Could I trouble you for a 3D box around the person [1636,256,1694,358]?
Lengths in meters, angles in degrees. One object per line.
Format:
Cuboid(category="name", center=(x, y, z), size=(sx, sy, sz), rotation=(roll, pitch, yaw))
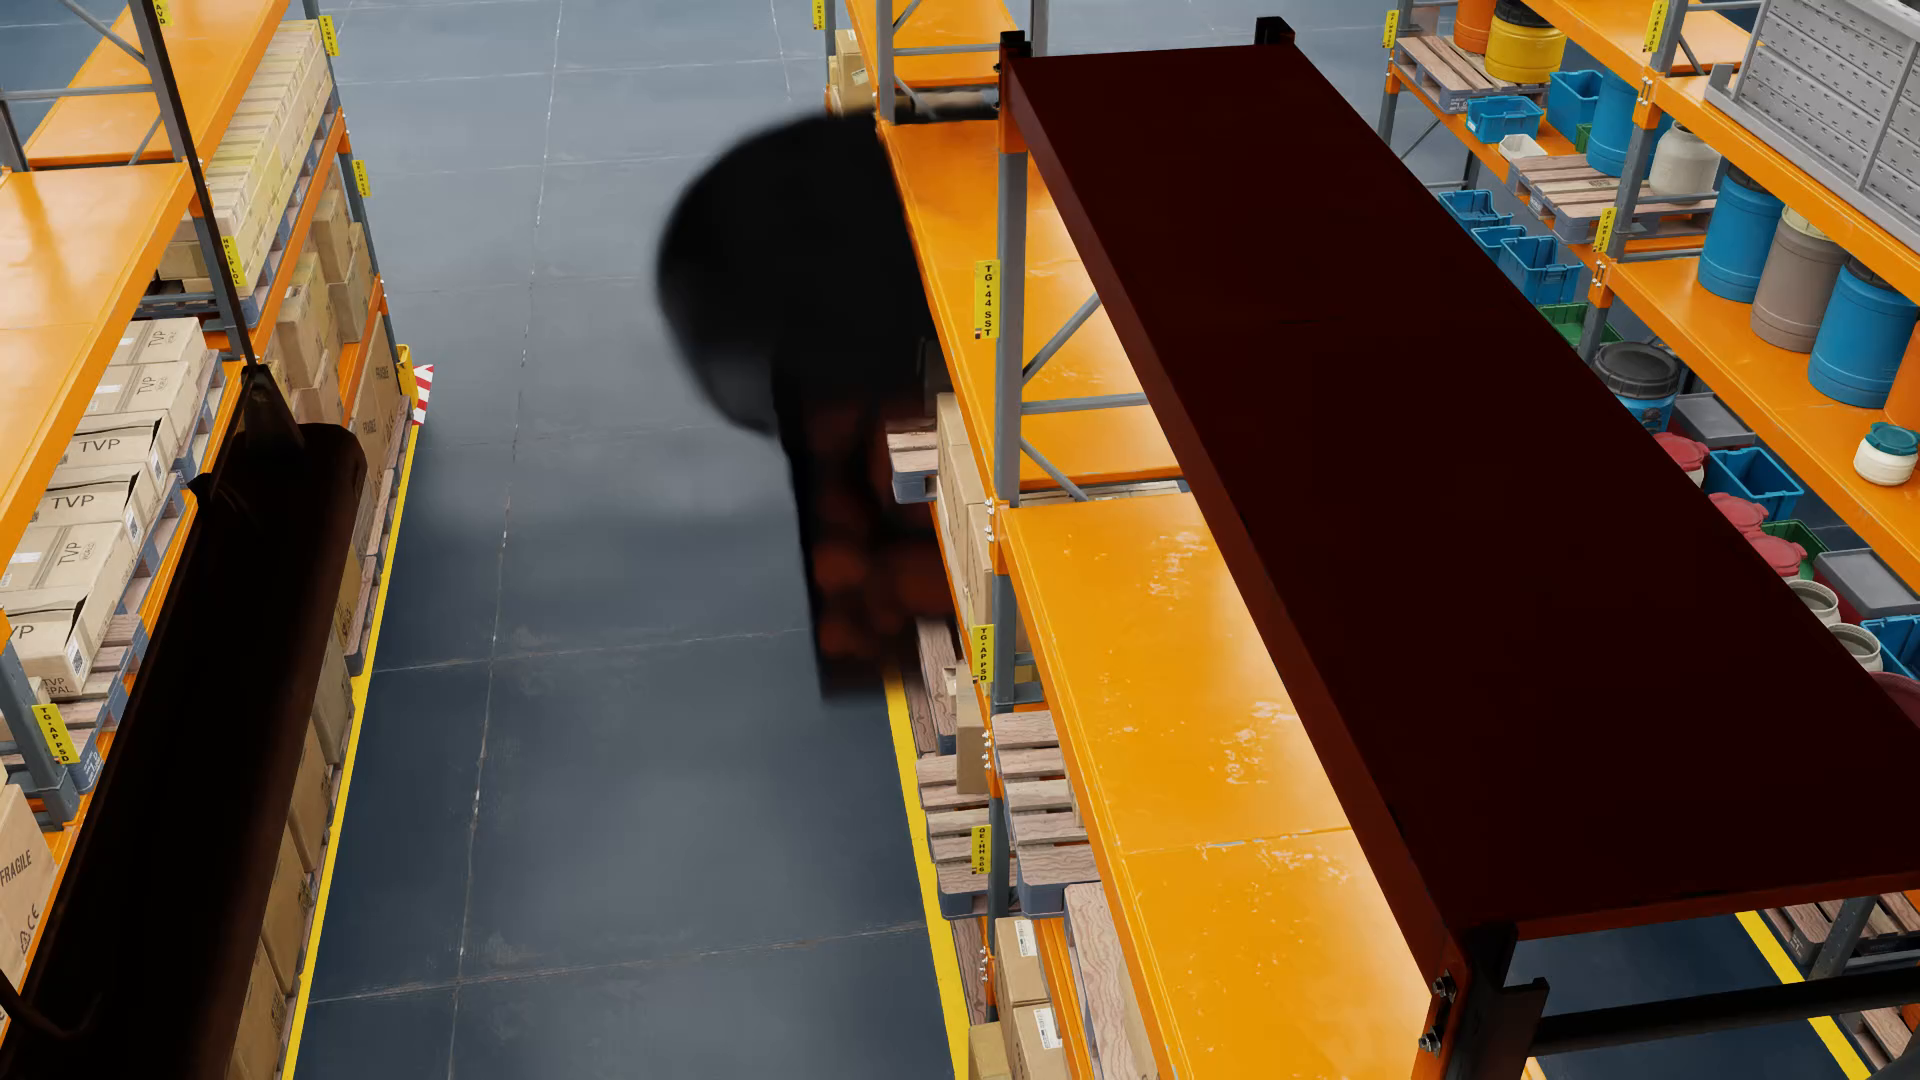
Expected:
Cuboid(category="person", center=(6.629, -2.495, 15.590), size=(0.856, 1.493, 0.606), rotation=(22, 42, 27))
